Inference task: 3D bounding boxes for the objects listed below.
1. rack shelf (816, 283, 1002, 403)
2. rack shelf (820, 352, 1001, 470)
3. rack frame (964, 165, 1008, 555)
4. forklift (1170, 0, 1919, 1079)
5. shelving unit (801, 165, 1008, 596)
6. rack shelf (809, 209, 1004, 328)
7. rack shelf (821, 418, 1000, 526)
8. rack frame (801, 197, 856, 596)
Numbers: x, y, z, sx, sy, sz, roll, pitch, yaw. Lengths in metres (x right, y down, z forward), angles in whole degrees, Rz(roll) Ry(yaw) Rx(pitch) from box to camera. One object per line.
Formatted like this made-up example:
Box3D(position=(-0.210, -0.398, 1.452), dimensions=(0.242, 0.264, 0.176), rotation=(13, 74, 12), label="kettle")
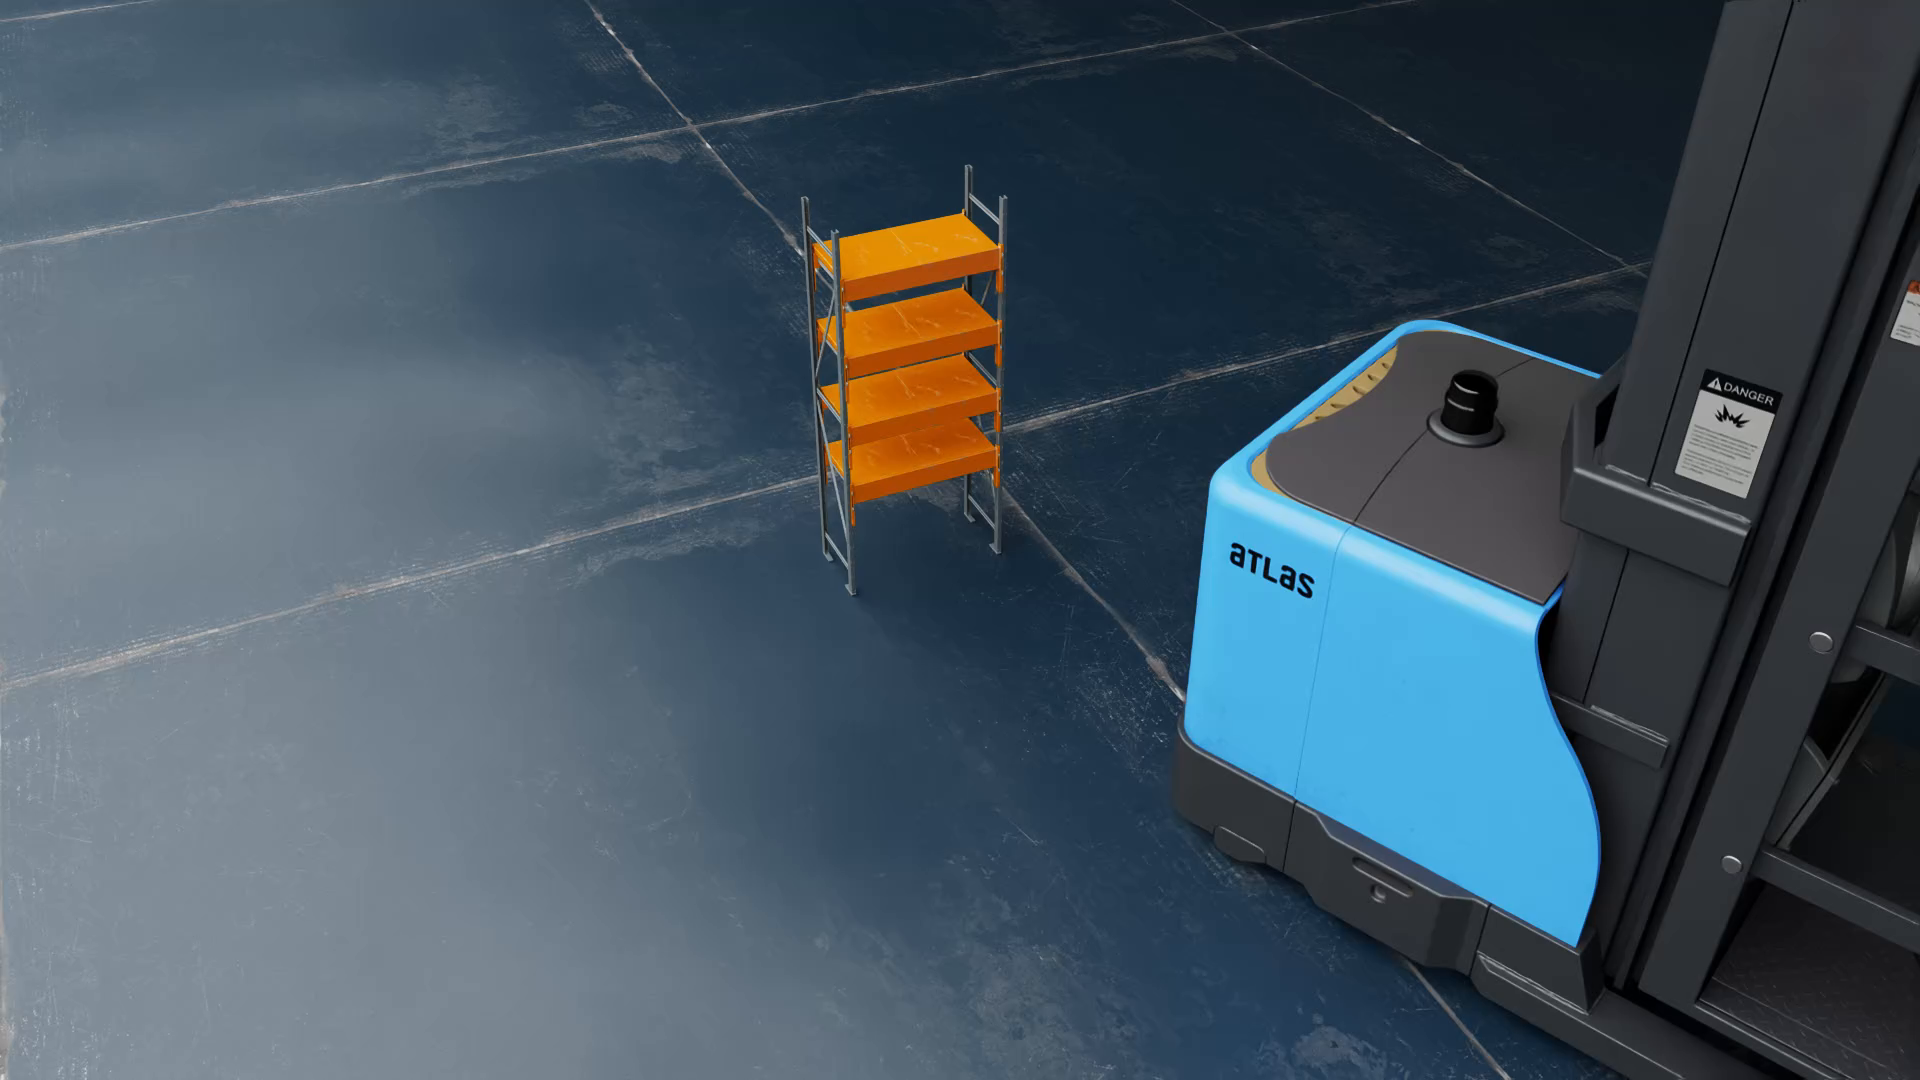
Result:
Box3D(position=(-0.150, -0.566, 4.743), dimensions=(0.480, 0.148, 0.258), rotation=(-16, 39, -20), label="rack shelf")
Box3D(position=(-0.150, -0.386, 4.876), dimensions=(0.480, 0.148, 0.258), rotation=(-16, 39, -20), label="rack shelf")
Box3D(position=(0.071, -0.502, 4.919), dimensions=(0.015, 1.200, 0.240), rotation=(-16, 39, -20), label="rack frame")
Box3D(position=(1.991, -0.115, 2.945), dimensions=(3.031, 2.935, 1.130), rotation=(27, 44, 31), label="forklift")
Box3D(position=(-0.150, -0.440, 4.836), dimensions=(0.503, 1.200, 0.258), rotation=(-16, 39, -20), label="shelving unit")
Box3D(position=(-0.150, -0.756, 4.602), dimensions=(0.480, 0.148, 0.258), rotation=(-16, 39, -20), label="rack shelf")
Box3D(position=(-0.150, -0.226, 4.994), dimensions=(0.480, 0.148, 0.258), rotation=(-16, 39, -20), label="rack shelf")
Box3D(position=(-0.371, -0.378, 4.753), dimensions=(0.015, 1.200, 0.240), rotation=(-16, 39, -20), label="rack frame")
